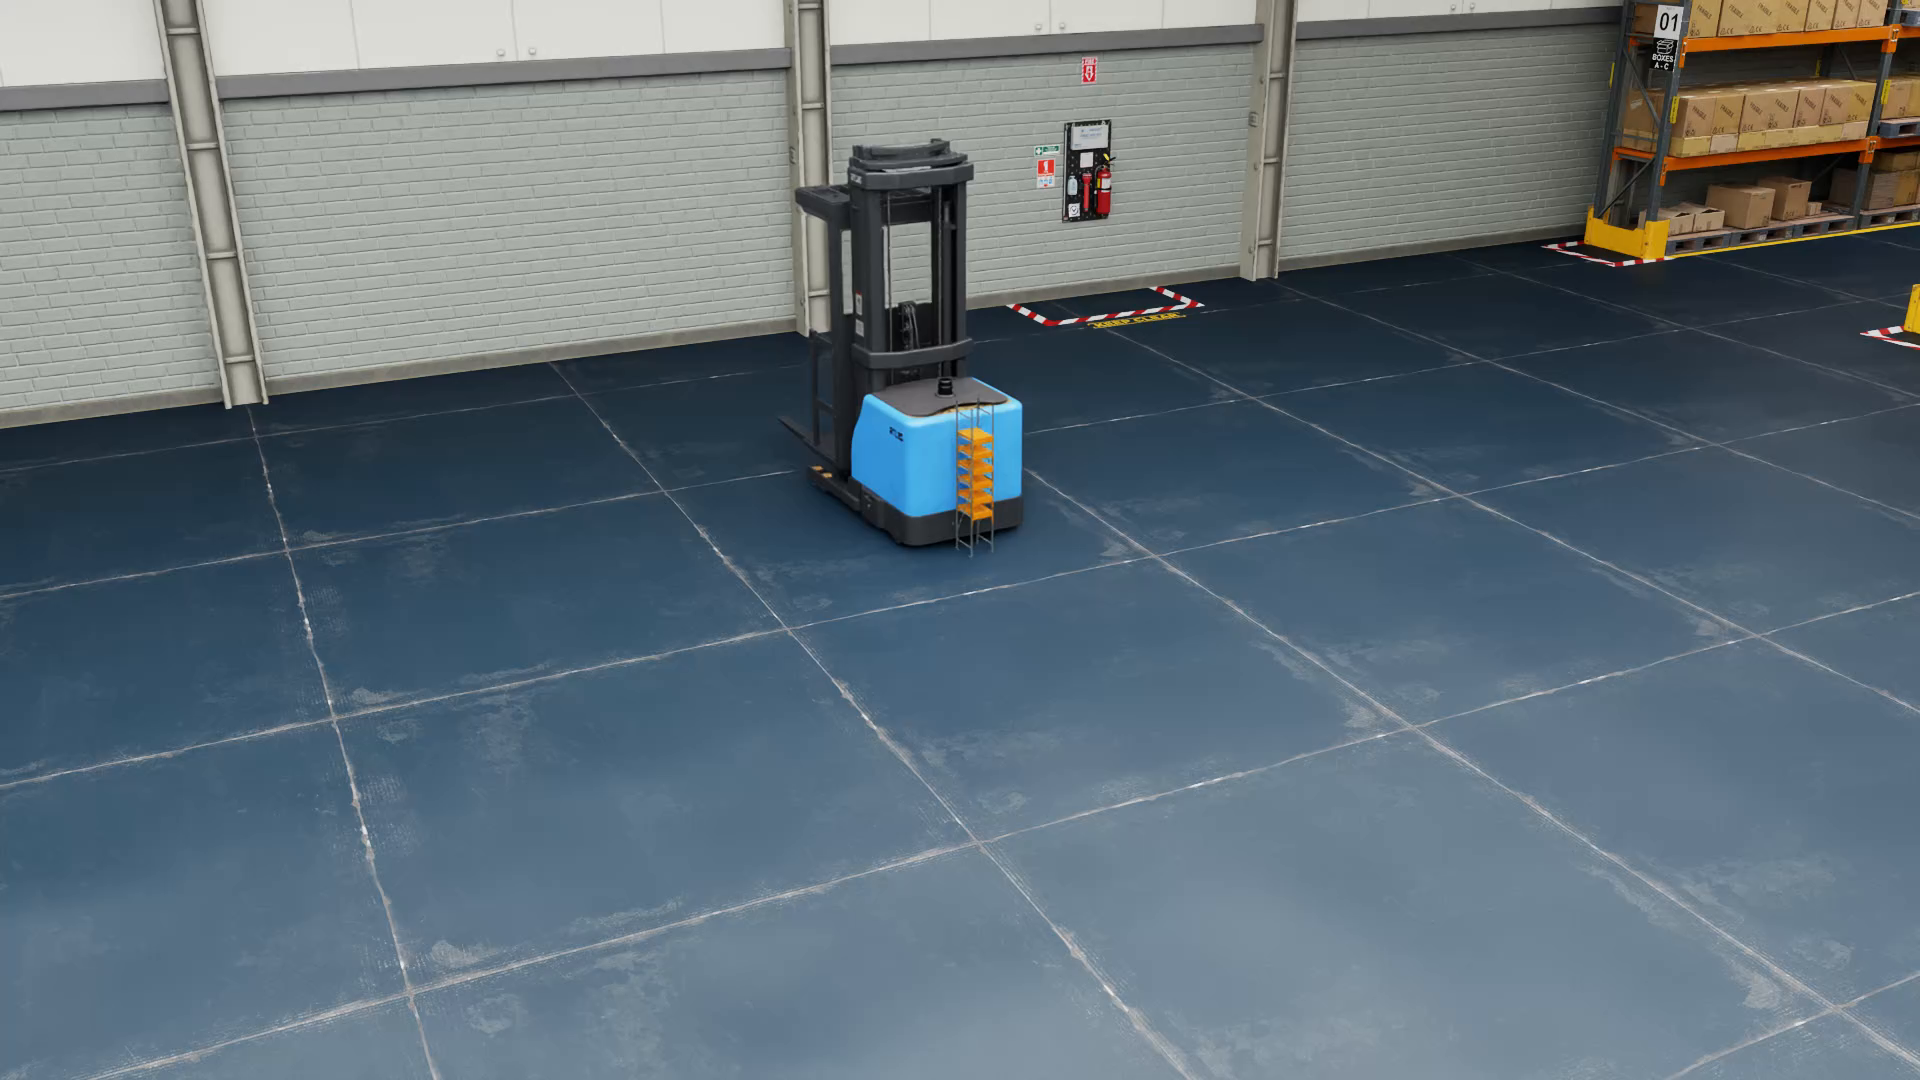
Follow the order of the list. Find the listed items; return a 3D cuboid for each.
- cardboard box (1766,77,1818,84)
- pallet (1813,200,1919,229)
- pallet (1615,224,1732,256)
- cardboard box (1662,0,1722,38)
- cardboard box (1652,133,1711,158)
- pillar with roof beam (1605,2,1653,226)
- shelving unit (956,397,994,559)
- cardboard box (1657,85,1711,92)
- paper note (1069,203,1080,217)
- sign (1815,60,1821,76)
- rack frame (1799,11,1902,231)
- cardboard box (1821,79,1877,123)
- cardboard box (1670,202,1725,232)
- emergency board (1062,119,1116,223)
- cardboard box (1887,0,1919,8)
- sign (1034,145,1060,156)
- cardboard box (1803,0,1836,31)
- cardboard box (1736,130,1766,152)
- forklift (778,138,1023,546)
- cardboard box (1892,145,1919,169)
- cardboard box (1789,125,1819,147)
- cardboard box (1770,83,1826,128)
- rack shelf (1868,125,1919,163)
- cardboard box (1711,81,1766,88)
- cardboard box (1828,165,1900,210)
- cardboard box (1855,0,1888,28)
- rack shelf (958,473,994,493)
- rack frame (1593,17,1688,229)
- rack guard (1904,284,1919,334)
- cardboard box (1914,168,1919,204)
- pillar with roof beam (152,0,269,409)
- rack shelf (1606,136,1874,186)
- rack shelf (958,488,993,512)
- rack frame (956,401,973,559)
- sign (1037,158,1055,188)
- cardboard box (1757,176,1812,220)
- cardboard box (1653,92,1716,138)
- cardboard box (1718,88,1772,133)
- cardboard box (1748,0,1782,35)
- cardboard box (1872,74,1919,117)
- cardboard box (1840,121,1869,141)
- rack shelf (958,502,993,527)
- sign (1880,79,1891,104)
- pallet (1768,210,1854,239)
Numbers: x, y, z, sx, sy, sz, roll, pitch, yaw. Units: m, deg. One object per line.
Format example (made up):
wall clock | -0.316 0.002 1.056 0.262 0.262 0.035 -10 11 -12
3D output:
cardboard box | 11.566 -6.175 23.258 0.500 0.500 0.500 -11 25 -24
pallet | 13.249 -4.820 24.442 1.213 0.211 1.003 -10 25 -24
pallet | 9.760 -4.162 22.852 1.213 0.211 1.003 -10 25 -24
cardboard box | 9.354 -6.726 21.321 0.500 0.500 0.500 -10 24 -22
cardboard box | 9.521 -5.227 21.948 0.500 0.250 0.500 -11 25 -25
pillar with roof beam | 11.067 -7.018 18.261 0.400 9.000 9.100 -10 25 -24
shelving unit | 0.112 -0.467 12.633 0.189 1.200 0.258 -13 26 -28
cardboard box | 9.734 -5.833 22.433 0.500 0.500 0.500 -10 25 -23
paper note | 1.360 -3.925 19.785 0.142 0.148 0.016 -10 25 -24
sign | 12.304 -6.705 23.834 0.005 0.325 0.100 -10 25 -24
rack frame | 12.548 -5.979 23.595 0.127 3.000 1.000 -10 25 -24
cardboard box | 12.256 -6.080 23.030 0.500 0.500 0.500 -10 25 -24
cardboard box | 10.120 -4.455 22.853 0.500 0.311 0.500 -8 24 -19
emergency board | 1.550 -4.338 19.630 0.643 1.169 0.194 -10 25 -24
cardboard box | 13.075 -7.668 23.074 0.500 0.500 0.500 -7 23 -16
sign | 1.015 -4.540 19.381 0.331 0.109 0.001 -10 25 -24
cardboard box | 11.256 -7.067 22.145 0.500 0.500 0.500 -11 25 -26
cardboard box | 10.445 -5.400 22.367 0.500 0.250 0.500 -11 25 -24
forklift | -0.650 -1.831 13.664 1.130 2.935 3.031 -12 25 -26
cardboard box | 14.067 -5.663 24.545 0.500 0.250 0.500 -11 25 -25
cardboard box | 11.354 -5.567 22.771 0.500 0.250 0.500 -11 25 -24
cardboard box | 11.351 -5.916 22.632 0.500 0.500 0.500 -11 25 -25
rack shelf | 14.350 -5.978 24.534 4.000 0.370 1.077 -10 25 -24
cardboard box | 10.652 -6.004 22.846 0.500 0.500 0.500 -10 25 -23
cardboard box | 13.204 -5.155 24.298 0.500 0.500 0.700 -10 24 -22
cardboard box | 12.198 -7.251 22.589 0.500 0.500 0.500 -10 24 -22
rack shelf | 0.112 -0.426 12.650 0.180 0.103 0.258 -13 26 -28
rack frame | 8.944 -5.315 21.992 0.127 3.000 1.000 -10 25 -24
rack guard | 11.074 -2.450 18.338 0.348 0.500 1.175 -10 25 -24
cardboard box | 14.125 -5.329 24.718 0.500 0.500 0.700 -10 25 -23
pillar with roof beam | -5.152 -4.032 11.048 0.400 9.000 9.100 -10 25 -24
rack shelf | 10.746 -5.315 22.931 4.000 0.370 1.077 -10 25 -24
rack shelf | 0.112 -0.315 12.696 0.180 0.103 0.258 -13 26 -28
rack frame | 0.033 -0.450 12.591 0.006 1.200 0.240 -13 26 -28
sign | 1.007 -4.298 19.487 0.234 0.329 0.001 -10 25 -24
cardboard box | 11.630 -4.841 23.540 0.500 0.500 0.500 -12 26 -28
cardboard box | 9.504 -5.577 21.815 0.500 0.500 0.500 -10 25 -24
cardboard box | 10.422 -5.740 22.206 0.500 0.500 0.500 -11 25 -25
cardboard box | 10.319 -6.890 21.718 0.500 0.500 0.500 -9 24 -21
cardboard box | 13.528 -6.391 23.885 0.500 0.500 0.700 -8 24 -18
cardboard box | 12.253 -5.736 23.178 0.500 0.250 0.500 -10 25 -23
rack shelf | 0.112 -0.204 12.742 0.180 0.103 0.258 -13 26 -28
sign | 12.790 -6.193 22.981 0.005 0.325 0.100 -10 25 -24
pallet | 11.958 -4.567 23.830 1.213 0.211 1.003 -10 25 -24
